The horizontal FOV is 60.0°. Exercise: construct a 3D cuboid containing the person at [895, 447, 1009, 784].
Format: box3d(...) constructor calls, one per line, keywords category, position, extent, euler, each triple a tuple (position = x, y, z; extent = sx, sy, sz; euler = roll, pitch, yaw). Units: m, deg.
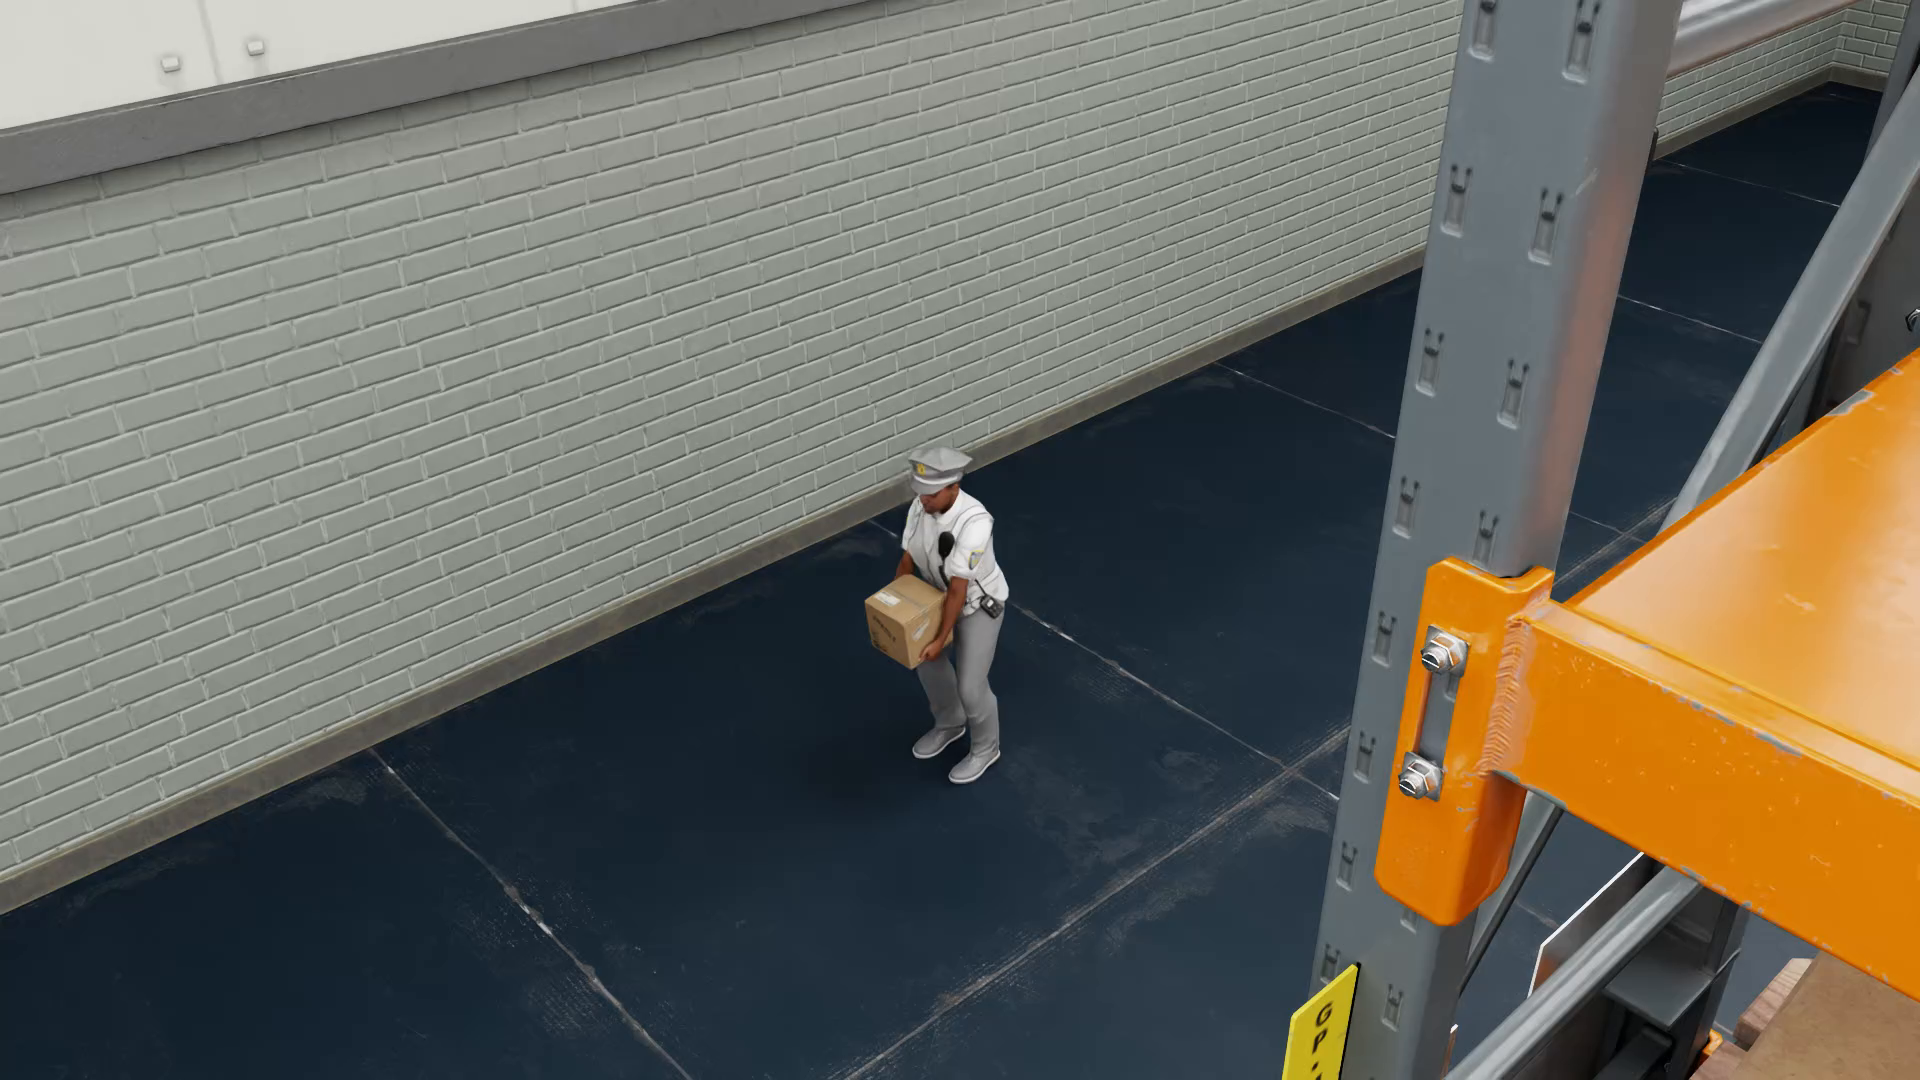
box3d(category="person", position=(-0.058, 0.325, 7.139), extent=(0.554, 1.646, 0.411), euler=(-27, 41, -36))
